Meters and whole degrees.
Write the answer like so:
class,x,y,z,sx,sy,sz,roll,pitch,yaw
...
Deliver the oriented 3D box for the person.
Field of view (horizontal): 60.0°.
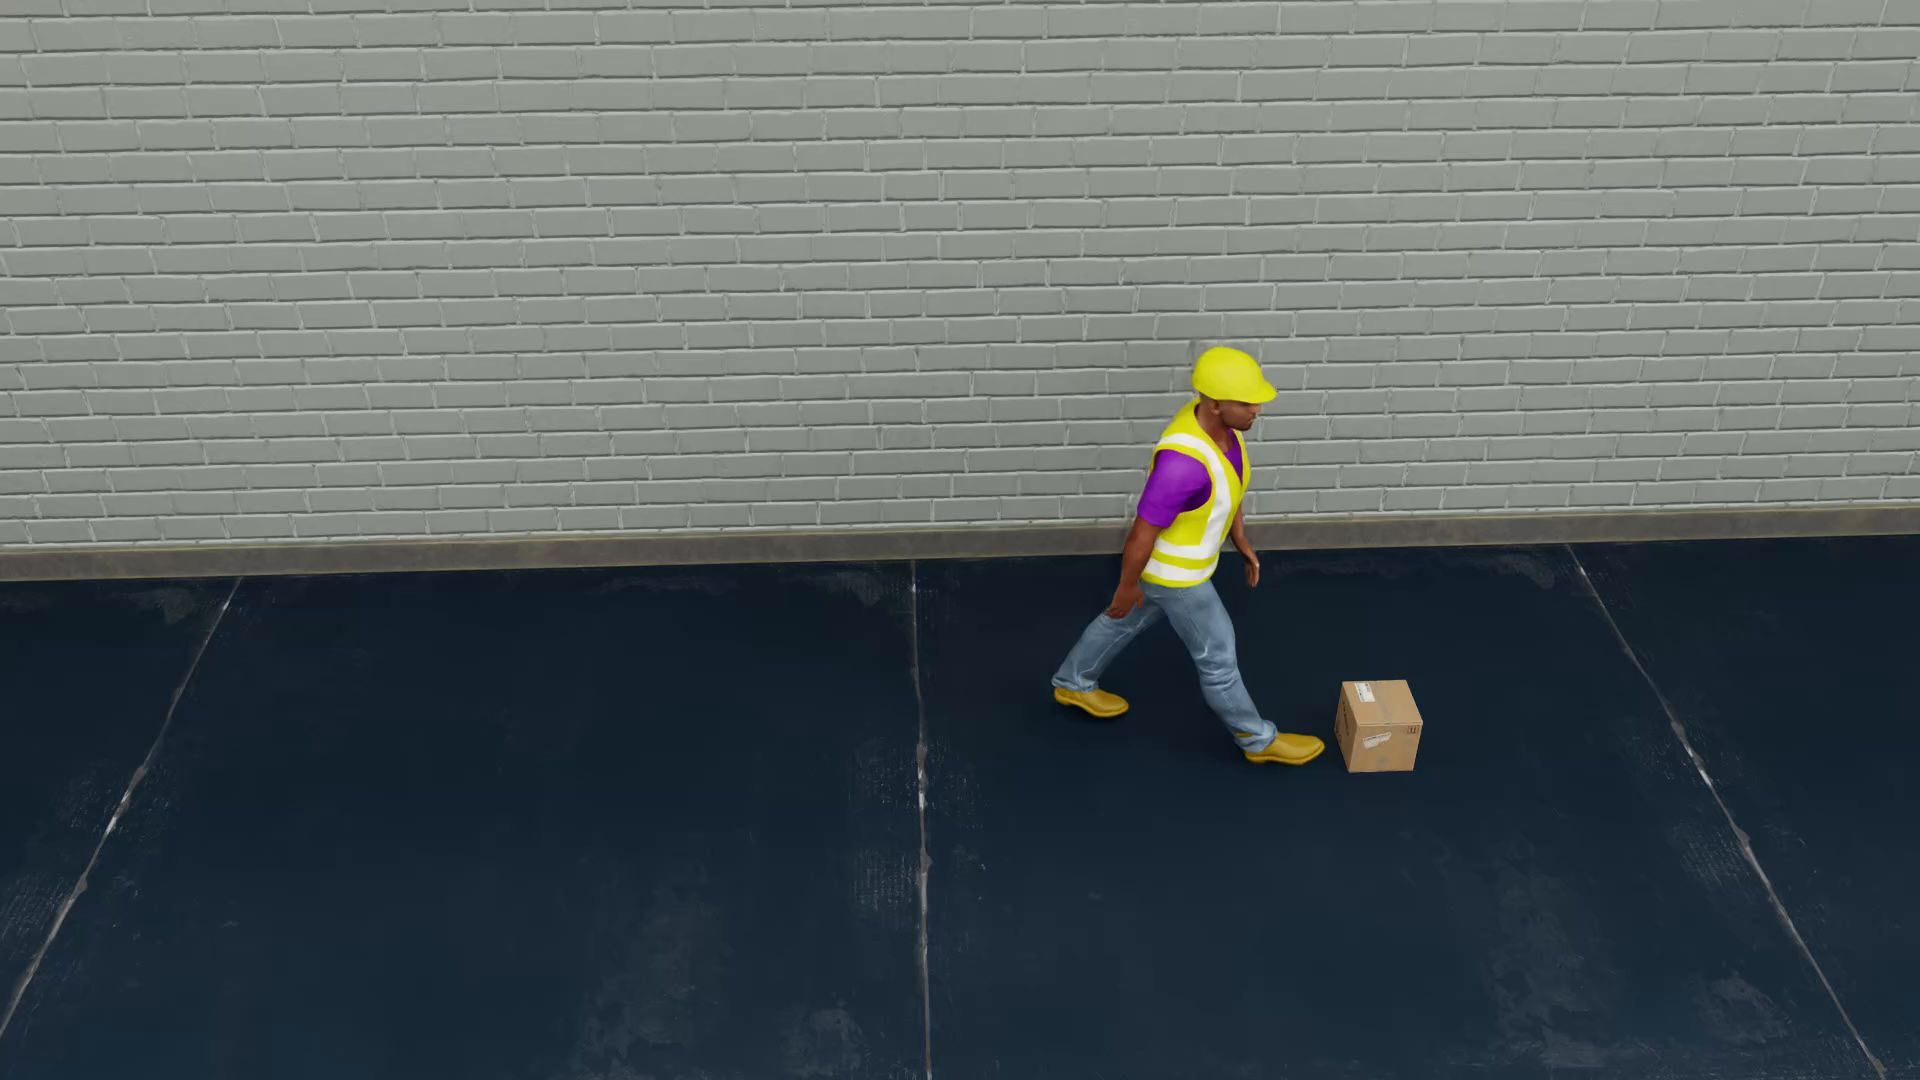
class,x,y,z,sx,sy,sz,roll,pitch,yaw
person,0.874,0.056,6.038,1.084,1.693,0.568,8,36,11
